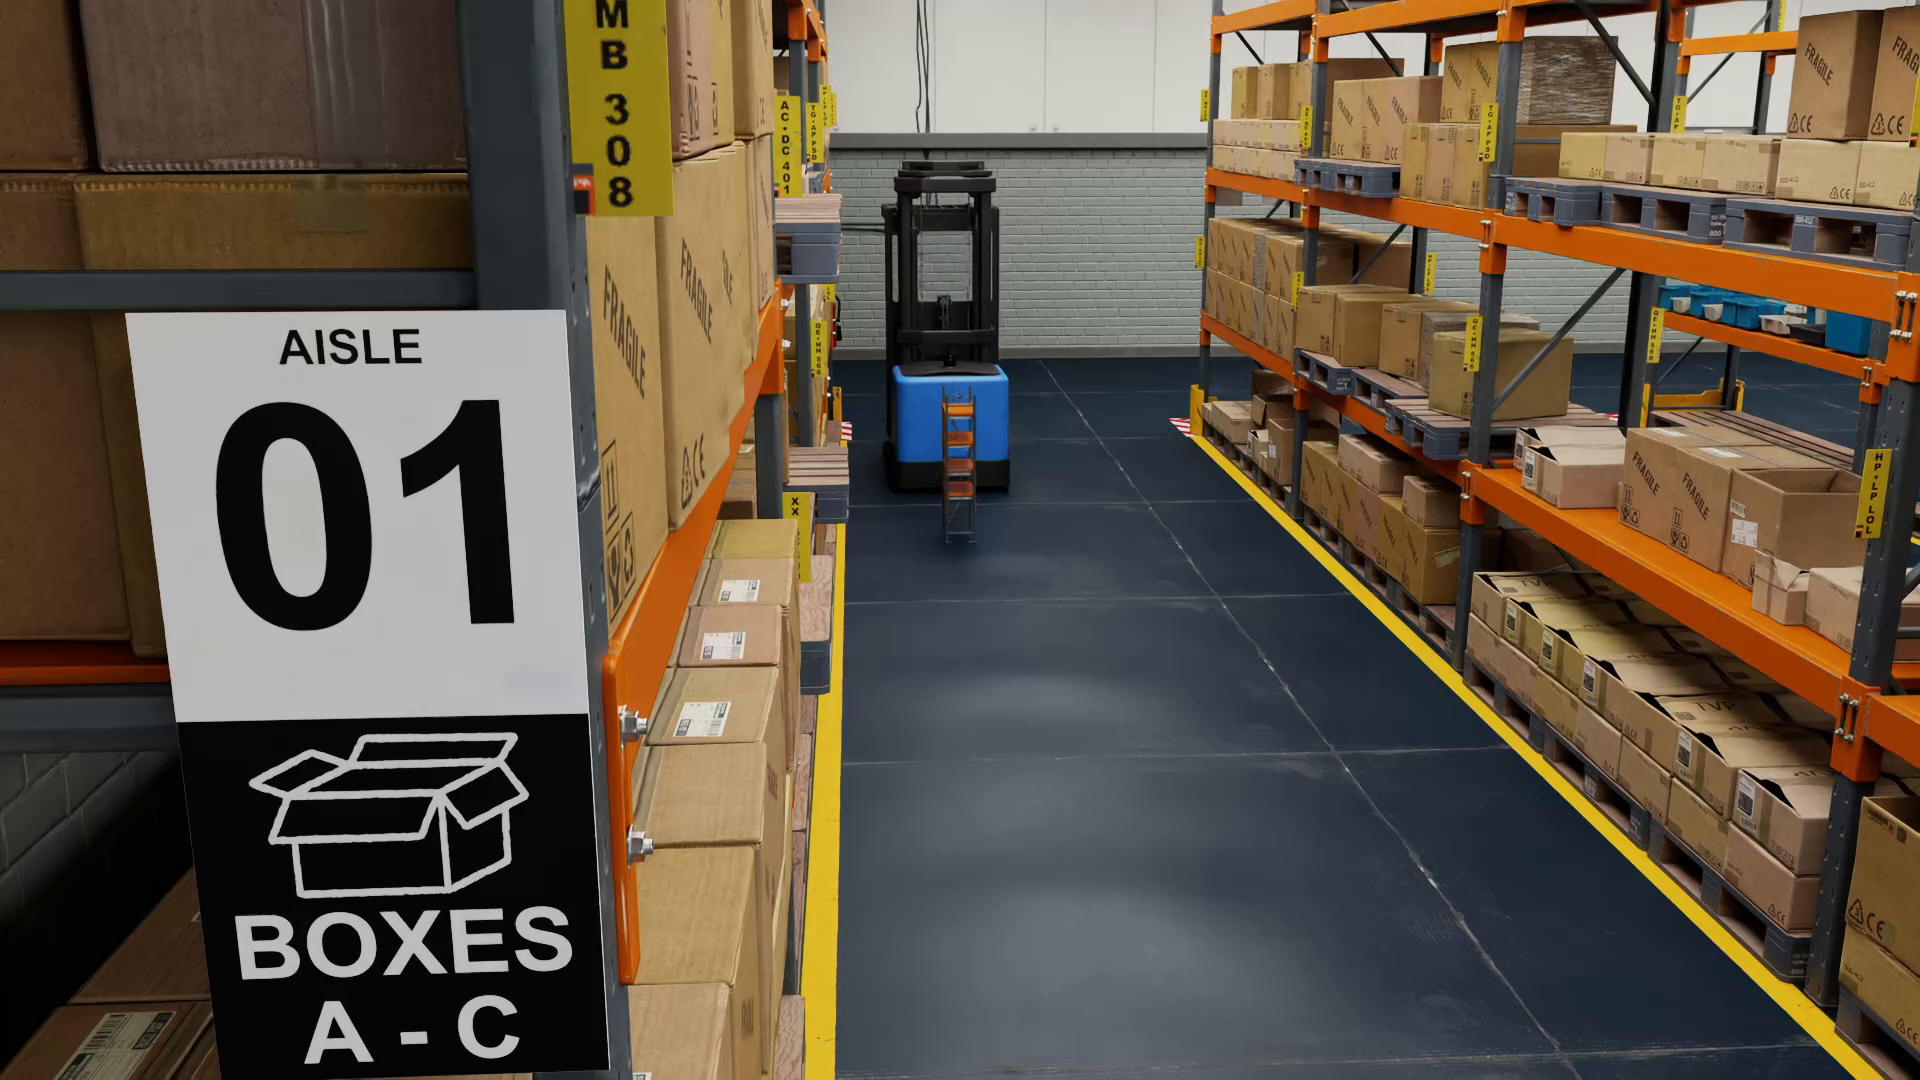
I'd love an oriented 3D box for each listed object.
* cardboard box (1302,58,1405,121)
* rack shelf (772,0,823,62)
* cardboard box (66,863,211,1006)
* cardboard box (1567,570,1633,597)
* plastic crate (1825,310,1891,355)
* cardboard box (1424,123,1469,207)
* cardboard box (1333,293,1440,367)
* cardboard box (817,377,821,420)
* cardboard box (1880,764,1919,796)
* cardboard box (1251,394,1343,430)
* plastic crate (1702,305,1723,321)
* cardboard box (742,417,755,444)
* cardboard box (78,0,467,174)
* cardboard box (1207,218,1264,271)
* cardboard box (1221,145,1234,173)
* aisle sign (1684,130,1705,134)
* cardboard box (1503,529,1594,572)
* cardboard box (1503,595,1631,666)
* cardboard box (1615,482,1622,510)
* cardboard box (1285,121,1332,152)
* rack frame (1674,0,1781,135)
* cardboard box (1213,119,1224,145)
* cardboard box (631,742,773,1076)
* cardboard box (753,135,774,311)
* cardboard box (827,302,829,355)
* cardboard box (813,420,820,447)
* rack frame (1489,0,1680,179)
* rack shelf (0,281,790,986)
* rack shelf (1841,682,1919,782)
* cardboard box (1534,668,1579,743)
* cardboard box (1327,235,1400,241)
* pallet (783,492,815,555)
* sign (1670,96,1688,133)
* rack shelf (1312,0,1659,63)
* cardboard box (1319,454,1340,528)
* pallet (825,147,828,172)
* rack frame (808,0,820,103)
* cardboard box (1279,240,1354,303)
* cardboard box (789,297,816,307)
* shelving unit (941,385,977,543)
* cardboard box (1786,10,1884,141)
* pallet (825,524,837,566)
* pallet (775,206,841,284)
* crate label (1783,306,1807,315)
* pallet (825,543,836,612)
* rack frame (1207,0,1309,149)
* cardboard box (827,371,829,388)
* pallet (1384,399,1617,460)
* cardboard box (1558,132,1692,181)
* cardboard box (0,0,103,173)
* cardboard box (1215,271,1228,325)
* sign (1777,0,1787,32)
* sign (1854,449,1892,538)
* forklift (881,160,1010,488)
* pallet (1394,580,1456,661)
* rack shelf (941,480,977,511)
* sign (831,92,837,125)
[{"bbox_3d":[3.268,-3.749,13.852,0.700,0.500,0.500,-1,14,-3],"label":"cardboard box"},{"bbox_3d":[-1.484,-3.432,11.053,1.077,0.370,4.000,-1,14,-3],"label":"rack shelf"},{"bbox_3d":[-1.127,0.879,2.848,0.500,0.500,0.500,-1,14,-3],"label":"cardboard box"},{"bbox_3d":[3.862,0.334,9.758,0.500,0.311,0.500,-1,14,-2],"label":"cardboard box"},{"bbox_3d":[7.911,-1.851,14.614,0.392,0.384,0.575,-1,14,-3],"label":"plastic crate"},{"bbox_3d":[3.491,-2.385,10.555,0.910,0.500,0.500,-1,14,-3],"label":"cardboard box"},{"bbox_3d":[3.248,-1.604,12.698,0.700,0.500,0.500,1,14,5],"label":"cardboard box"},{"bbox_3d":[-1.158,-1.029,10.668,0.500,0.500,0.500,0,14,-2],"label":"cardboard box"},{"bbox_3d":[4.054,1.096,6.797,0.500,0.311,0.500,-1,14,-3],"label":"cardboard box"},{"bbox_3d":[3.214,-1.115,15.967,0.797,0.503,0.637,-1,14,-3],"label":"cardboard box"},{"bbox_3d":[7.698,-2.299,16.852,0.250,0.136,0.298,-1,14,-3],"label":"plastic crate"},{"bbox_3d":[-1.209,-0.268,7.464,0.700,0.500,0.500,1,14,4],"label":"cardboard box"},{"bbox_3d":[-0.646,-0.677,1.869,0.500,0.500,0.500,-2,15,-7],"label":"cardboard box"},{"bbox_3d":[2.852,-3.057,17.180,0.500,0.500,0.500,0,14,-2],"label":"cardboard box"},{"bbox_3d":[2.884,-3.762,16.411,0.500,0.250,0.500,-1,14,-3],"label":"cardboard box"},{"bbox_3d":[7.731,-3.986,17.783,0.394,0.787,0.004,-1,14,-3],"label":"aisle sign"},{"bbox_3d":[3.841,0.231,10.743,0.500,0.500,0.500,0,14,-1],"label":"cardboard box"},{"bbox_3d":[3.364,0.473,9.218,0.500,0.311,0.500,-1,14,-5],"label":"cardboard box"},{"bbox_3d":[3.719,-0.211,8.831,0.380,0.149,0.250,0,14,1],"label":"cardboard box"},{"bbox_3d":[3.035,-3.383,13.932,0.500,0.250,0.500,-1,14,-3],"label":"cardboard box"},{"bbox_3d":[8.032,-5.620,17.308,1.000,3.000,0.127,-1,14,-3],"label":"rack frame"},{"bbox_3d":[2.860,-4.129,16.832,0.500,0.250,0.500,-1,14,-3],"label":"cardboard box"},{"bbox_3d":[-0.641,0.743,3.376,0.500,0.500,0.500,-1,14,-5],"label":"cardboard box"},{"bbox_3d":[-0.834,-0.965,4.997,0.500,0.500,0.500,0,14,-2],"label":"cardboard box"},{"bbox_3d":[-1.665,-2.028,14.788,0.980,0.700,0.700,-1,14,-5],"label":"cardboard box"},{"bbox_3d":[-1.088,-0.675,10.595,0.380,0.149,0.250,0,14,-2],"label":"cardboard box"},{"bbox_3d":[3.584,-3.554,9.281,1.000,3.000,0.127,-1,14,-3],"label":"rack frame"},{"bbox_3d":[-0.989,-0.184,3.644,1.077,0.370,4.000,-1,14,-3],"label":"rack shelf"},{"bbox_3d":[3.955,1.192,4.319,1.077,0.370,4.000,-1,14,-3],"label":"rack shelf"},{"bbox_3d":[3.393,0.868,8.807,0.500,0.250,0.500,-1,14,-5],"label":"cardboard box"},{"bbox_3d":[3.555,-2.426,14.729,0.500,0.500,0.500,-1,14,-5],"label":"cardboard box"},{"bbox_3d":[-1.197,0.013,7.841,1.003,0.211,1.213,-1,14,-3],"label":"pallet"},{"bbox_3d":[4.138,-2.397,9.606,0.100,0.325,0.005,-1,14,-3],"label":"sign"},{"bbox_3d":[3.460,-3.510,11.354,1.077,0.370,4.000,-1,14,-3],"label":"rack shelf"},{"bbox_3d":[3.167,-0.390,13.155,0.500,0.500,0.500,-1,14,-3],"label":"cardboard box"},{"bbox_3d":[-1.721,-3.482,15.200,1.003,0.211,1.213,-1,14,-3],"label":"pallet"},{"bbox_3d":[-1.608,-4.472,12.847,1.000,3.000,0.127,-1,14,-3],"label":"rack frame"},{"bbox_3d":[3.046,-2.298,14.232,0.500,0.500,0.500,-1,14,-3],"label":"cardboard box"},{"bbox_3d":[-1.165,-1.387,10.556,0.500,0.250,0.500,-1,14,-4],"label":"cardboard box"},{"bbox_3d":[-0.010,-0.622,13.537,0.258,1.200,0.503,-1,14,-3],"label":"shelving unit"},{"bbox_3d":[3.774,-1.896,6.809,0.500,0.500,0.500,1,14,2],"label":"cardboard box"},{"bbox_3d":[-1.485,-0.025,13.201,1.003,0.211,1.213,-1,14,-3],"label":"pallet"},{"bbox_3d":[-1.044,-1.094,6.114,1.213,0.211,1.003,-1,14,-3],"label":"pallet"},{"bbox_3d":[8.308,-2.274,16.755,0.396,0.136,0.243,-1,14,-3],"label":"crate label"},{"bbox_3d":[-1.406,0.279,12.019,1.003,0.211,1.213,-1,14,-3],"label":"pallet"},{"bbox_3d":[3.088,-5.544,17.014,1.000,3.000,0.127,-1,14,-3],"label":"rack frame"},{"bbox_3d":[-1.506,-1.603,16.608,0.380,0.149,0.250,0,14,-2],"label":"cardboard box"},{"bbox_3d":[3.472,-0.724,10.704,1.213,0.211,1.003,-1,14,-3],"label":"pallet"},{"bbox_3d":[3.668,-2.120,9.186,0.500,0.250,0.500,-2,15,-8],"label":"cardboard box"},{"bbox_3d":[-1.152,-0.680,1.883,0.500,0.500,0.500,0,14,-1],"label":"cardboard box"},{"bbox_3d":[2.890,-2.444,16.806,0.500,0.500,0.500,-1,14,-4],"label":"cardboard box"},{"bbox_3d":[8.580,-5.476,17.397,0.100,0.325,0.005,-1,14,-3],"label":"sign"},{"bbox_3d":[3.290,-0.166,5.986,0.100,0.325,0.005,-1,14,-3],"label":"sign"},{"bbox_3d":[-0.193,-2.205,16.213,1.130,2.935,3.031,-1,14,-5],"label":"forklift"},{"bbox_3d":[3.575,0.515,11.100,1.003,0.211,1.213,-1,14,-3],"label":"pallet"},{"bbox_3d":[-0.010,-0.365,13.603,0.258,0.148,0.480,-1,14,-3],"label":"rack shelf"},{"bbox_3d":[-1.314,-4.409,17.006,0.100,0.325,0.005,-1,14,-3],"label":"sign"}]
